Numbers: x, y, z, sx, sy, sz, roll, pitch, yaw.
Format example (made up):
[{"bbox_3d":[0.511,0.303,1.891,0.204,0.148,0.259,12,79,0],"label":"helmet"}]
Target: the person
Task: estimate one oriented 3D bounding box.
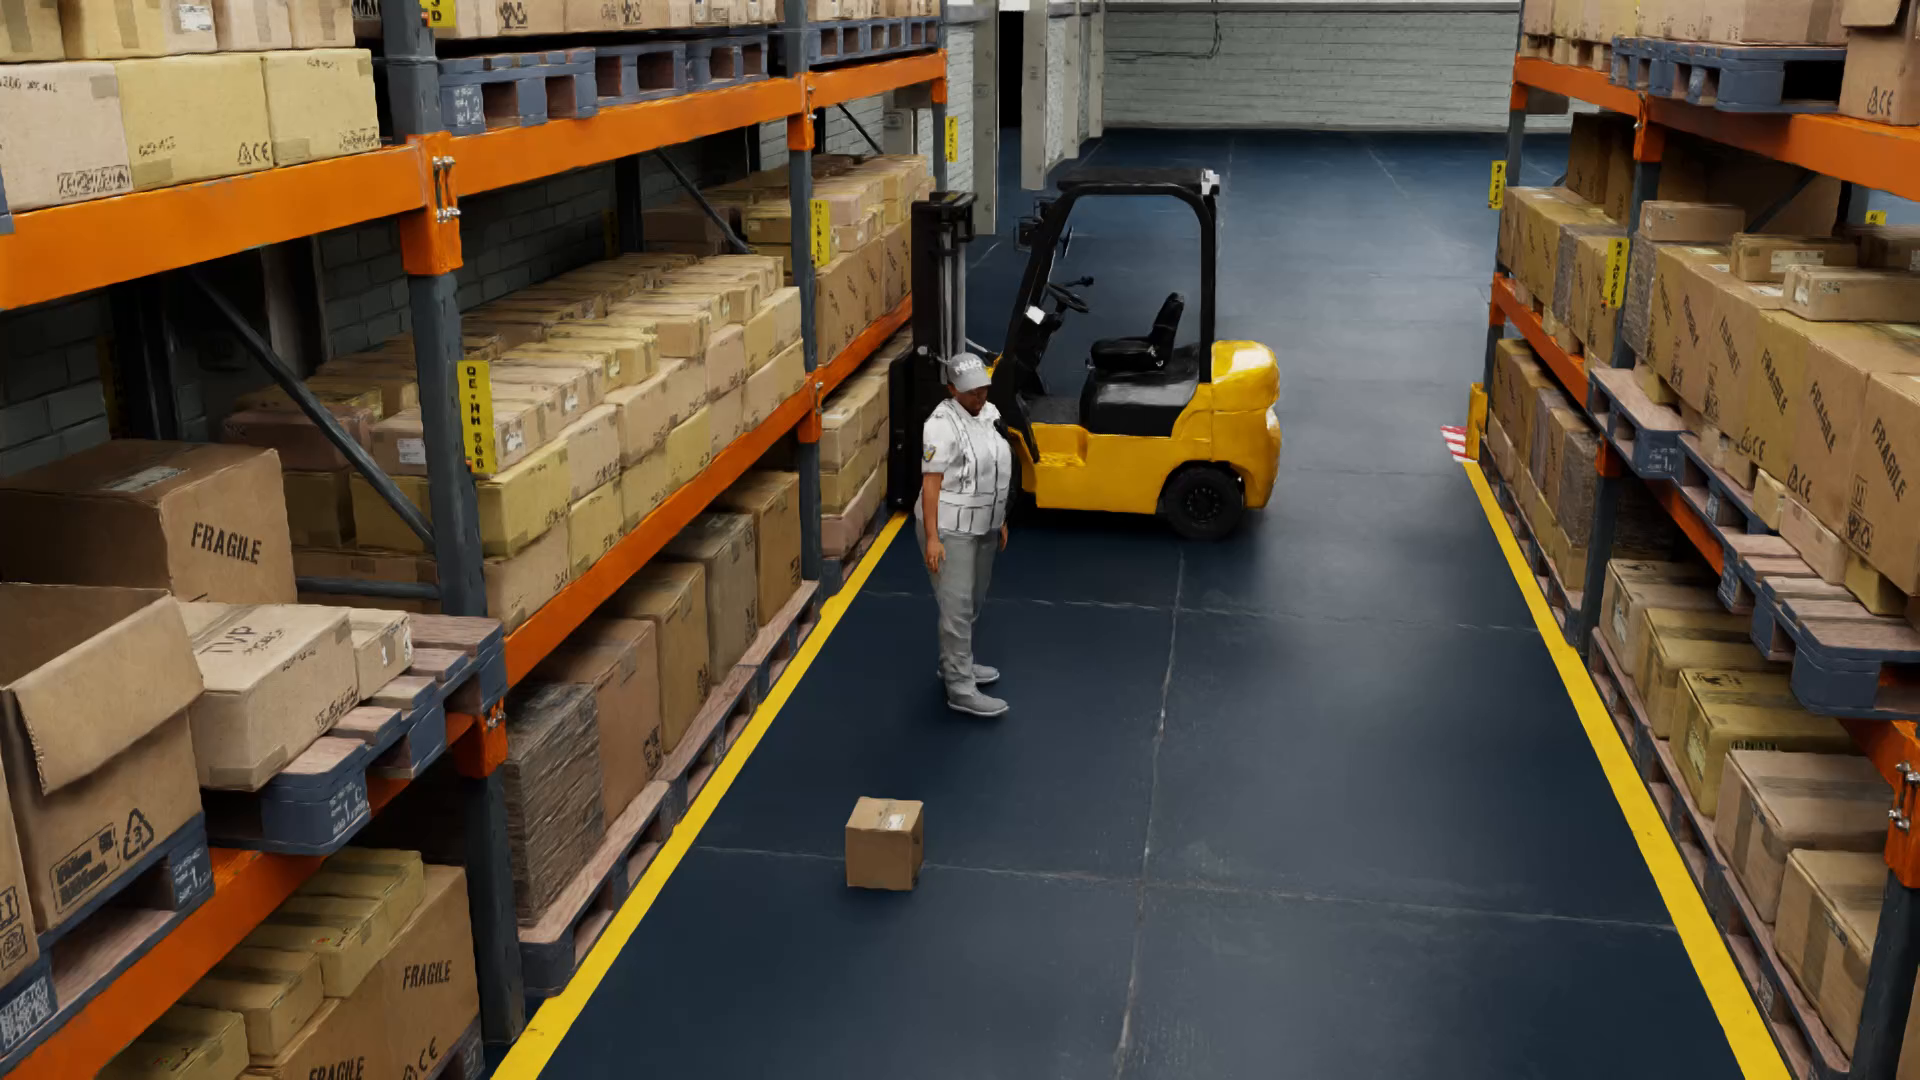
[{"bbox_3d":[0.054,-0.041,7.613,0.547,1.661,0.583,12,22,34],"label":"person"}]
